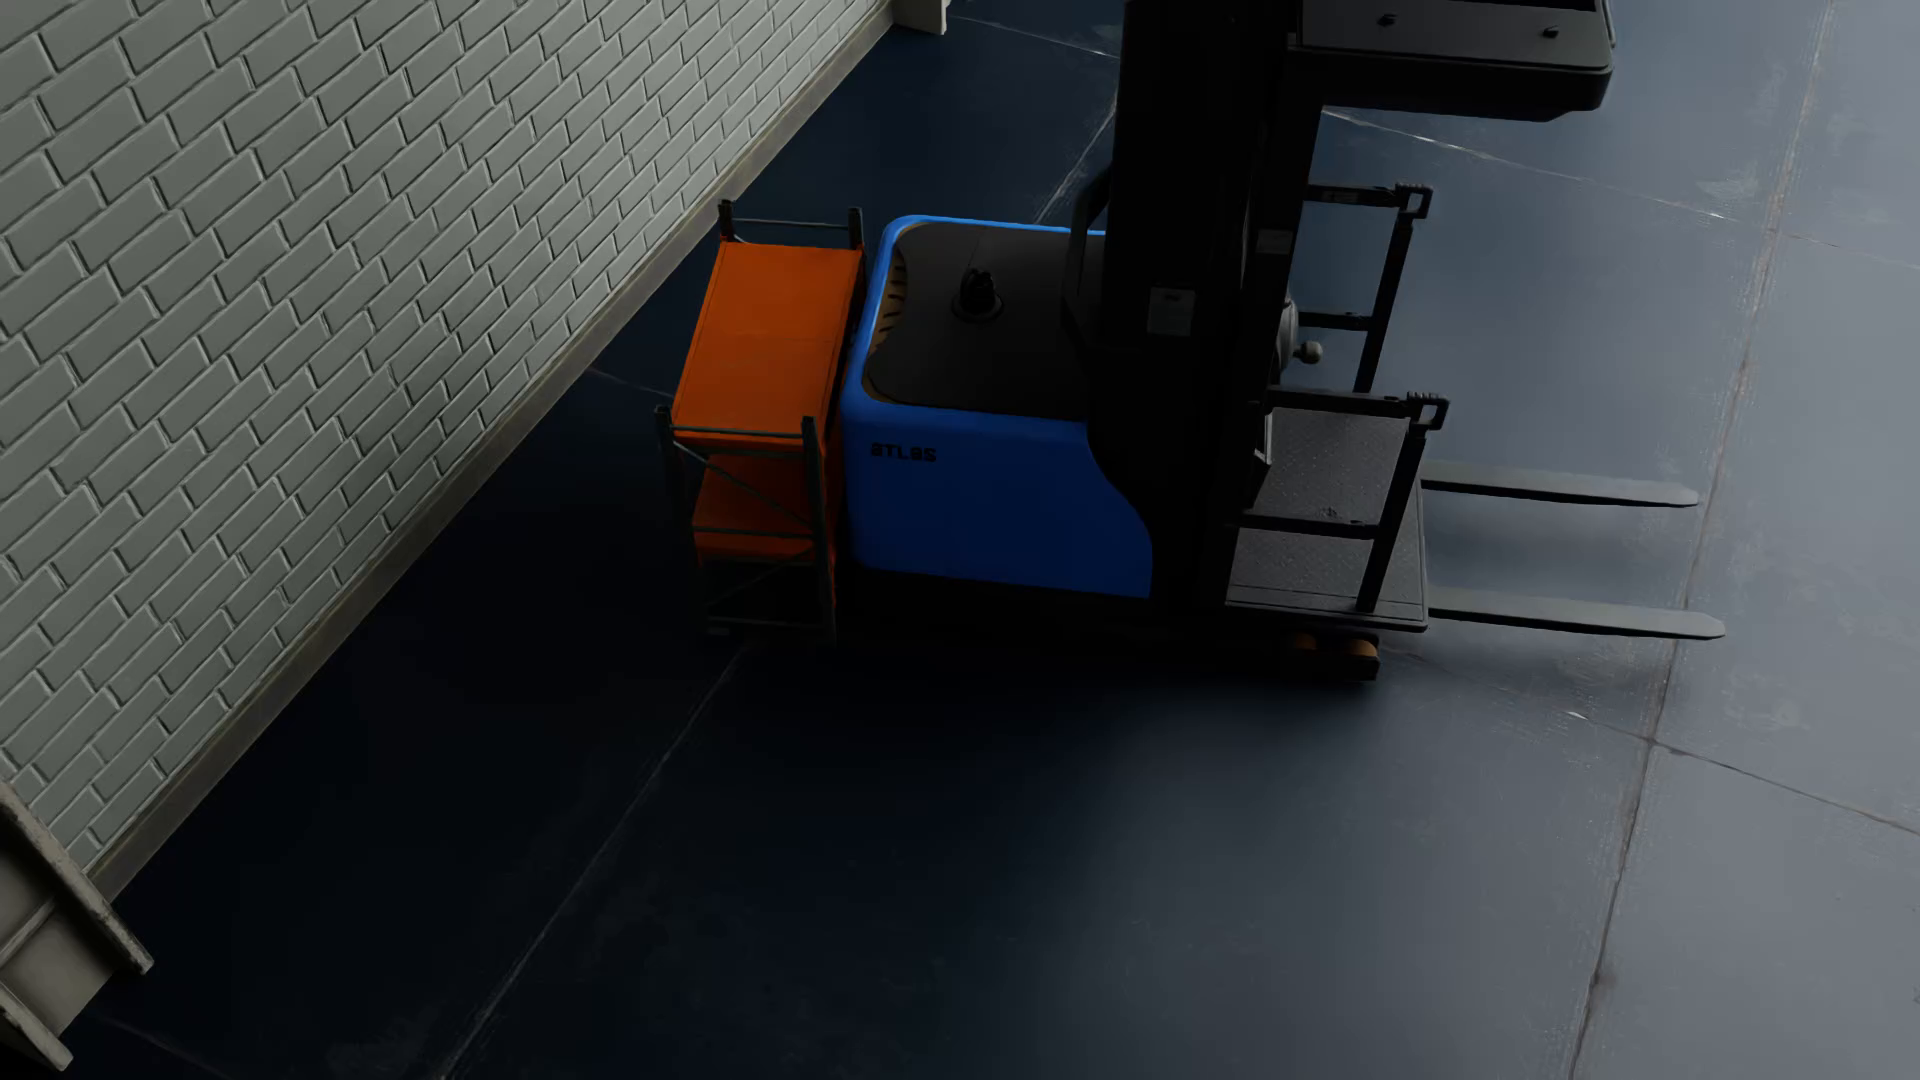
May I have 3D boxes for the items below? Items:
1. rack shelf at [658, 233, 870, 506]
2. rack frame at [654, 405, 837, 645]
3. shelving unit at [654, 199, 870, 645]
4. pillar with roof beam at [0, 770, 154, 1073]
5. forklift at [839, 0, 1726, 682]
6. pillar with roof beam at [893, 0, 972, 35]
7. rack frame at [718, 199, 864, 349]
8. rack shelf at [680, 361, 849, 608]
[{"bbox_3d":[-0.640,-0.596,5.634,0.538,0.278,1.000,4,50,4],"label":"rack shelf"},{"bbox_3d":[-0.690,-0.021,5.529,0.500,1.125,0.032,4,50,4],"label":"rack frame"},{"bbox_3d":[-0.640,-0.406,5.857,0.538,1.125,1.048,4,50,4],"label":"shelving unit"},{"bbox_3d":[1.182,-0.127,0.449,9.100,9.000,0.400,20,52,16],"label":"pillar with roof beam"},{"bbox_3d":[1.162,-0.886,5.080,3.031,2.935,1.130,6,50,5],"label":"forklift"},{"bbox_3d":[3.745,-4.258,3.965,9.100,9.000,0.400,20,52,16],"label":"pillar with roof beam"},{"bbox_3d":[-0.590,-0.792,6.185,0.500,1.125,0.032,4,50,4],"label":"rack frame"},{"bbox_3d":[-0.640,-0.248,6.043,0.538,0.278,1.000,4,50,4],"label":"rack shelf"}]
